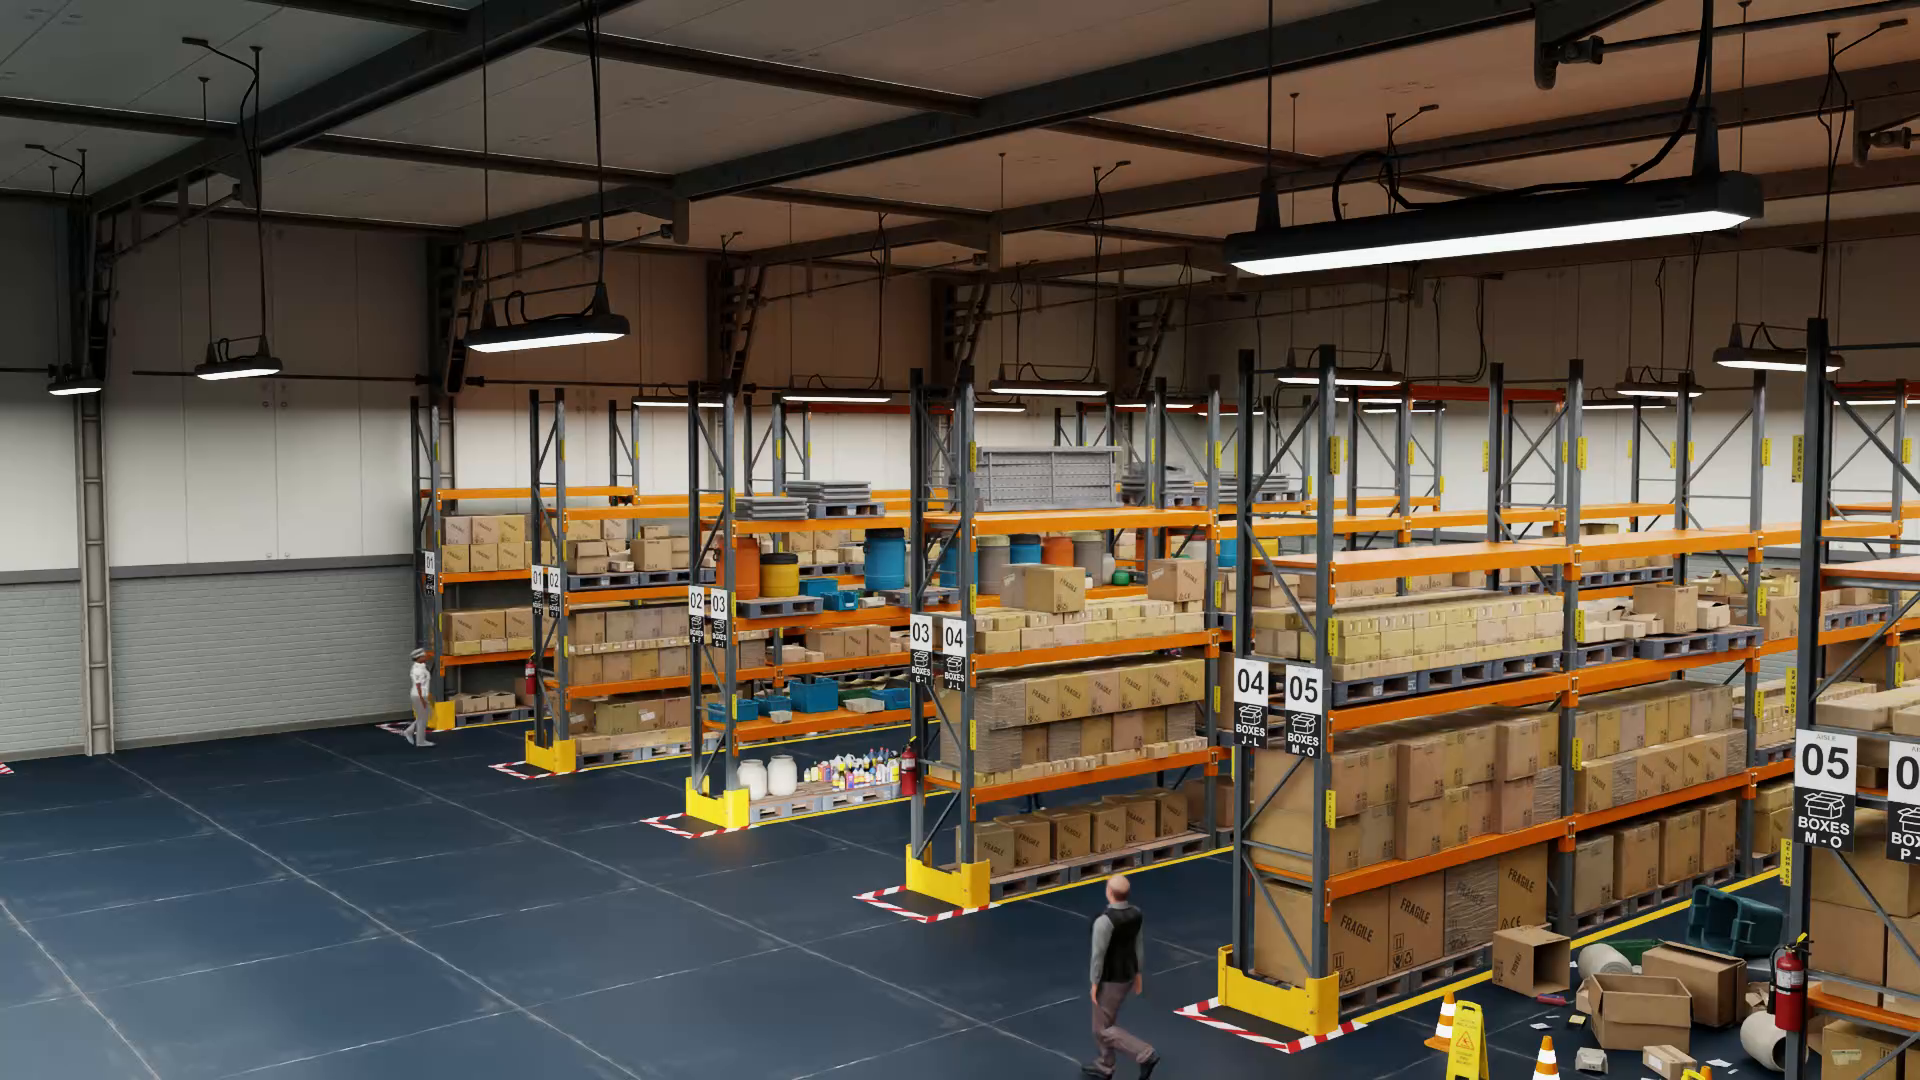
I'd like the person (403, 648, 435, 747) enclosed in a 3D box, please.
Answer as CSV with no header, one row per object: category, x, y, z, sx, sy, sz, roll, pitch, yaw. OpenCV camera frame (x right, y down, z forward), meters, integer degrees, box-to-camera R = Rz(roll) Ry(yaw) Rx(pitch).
person,-9.152,2.651,28.086,0.503,1.686,0.460,-1,4,-17

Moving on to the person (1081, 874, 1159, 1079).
person,1.264,3.523,13.293,0.727,1.709,0.527,1,4,21

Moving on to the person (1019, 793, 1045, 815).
person,0.945,3.025,22.676,0.384,1.598,0.512,2,4,35
